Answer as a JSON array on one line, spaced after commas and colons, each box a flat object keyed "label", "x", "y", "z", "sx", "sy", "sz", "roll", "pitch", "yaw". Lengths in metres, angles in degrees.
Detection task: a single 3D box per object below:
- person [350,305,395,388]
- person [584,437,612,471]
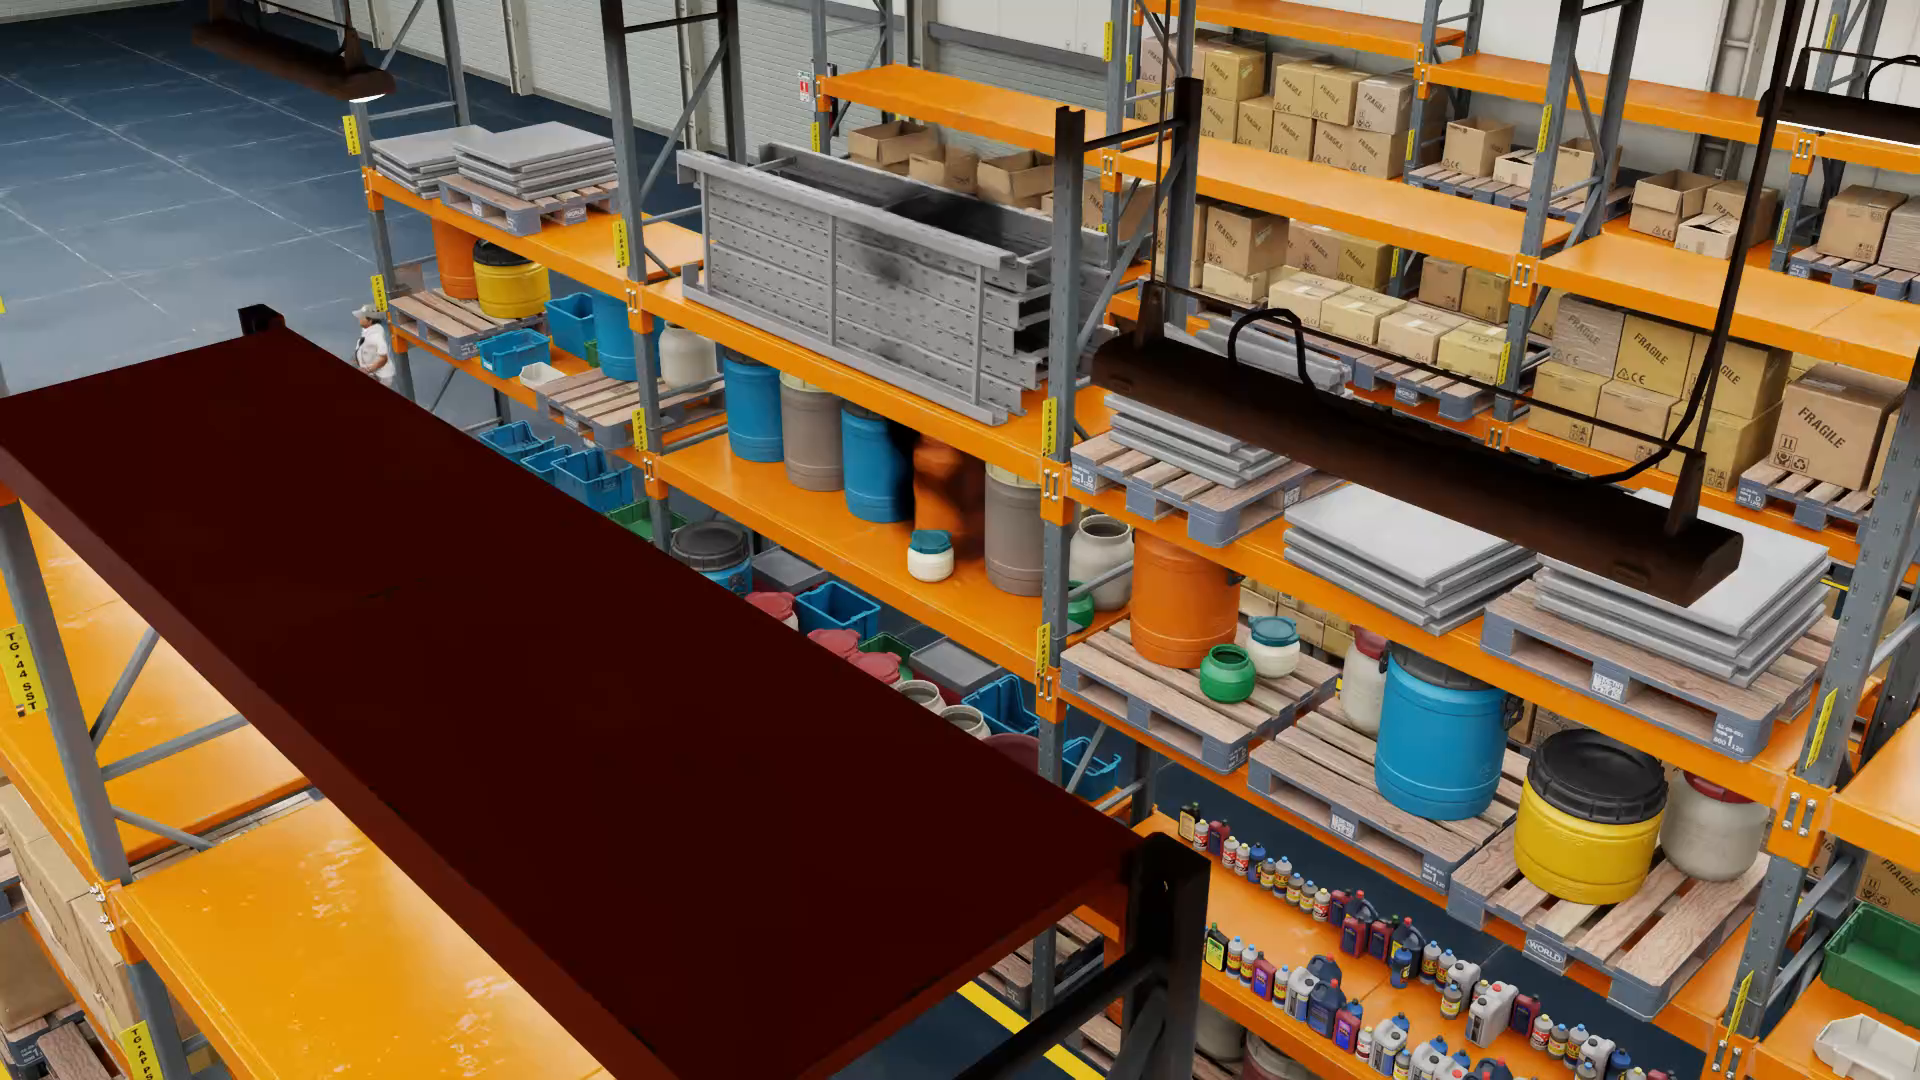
[{"label": "person", "x": -6.513, "y": -1.857, "z": 18.615, "sx": 0.575, "sy": 1.617, "sz": 0.604, "roll": -8, "pitch": 29, "yaw": -14}, {"label": "person", "x": -3.626, "y": -0.985, "z": 16.867, "sx": 0.770, "sy": 1.801, "sz": 0.704, "roll": 20, "pitch": 34, "yaw": 32}]
